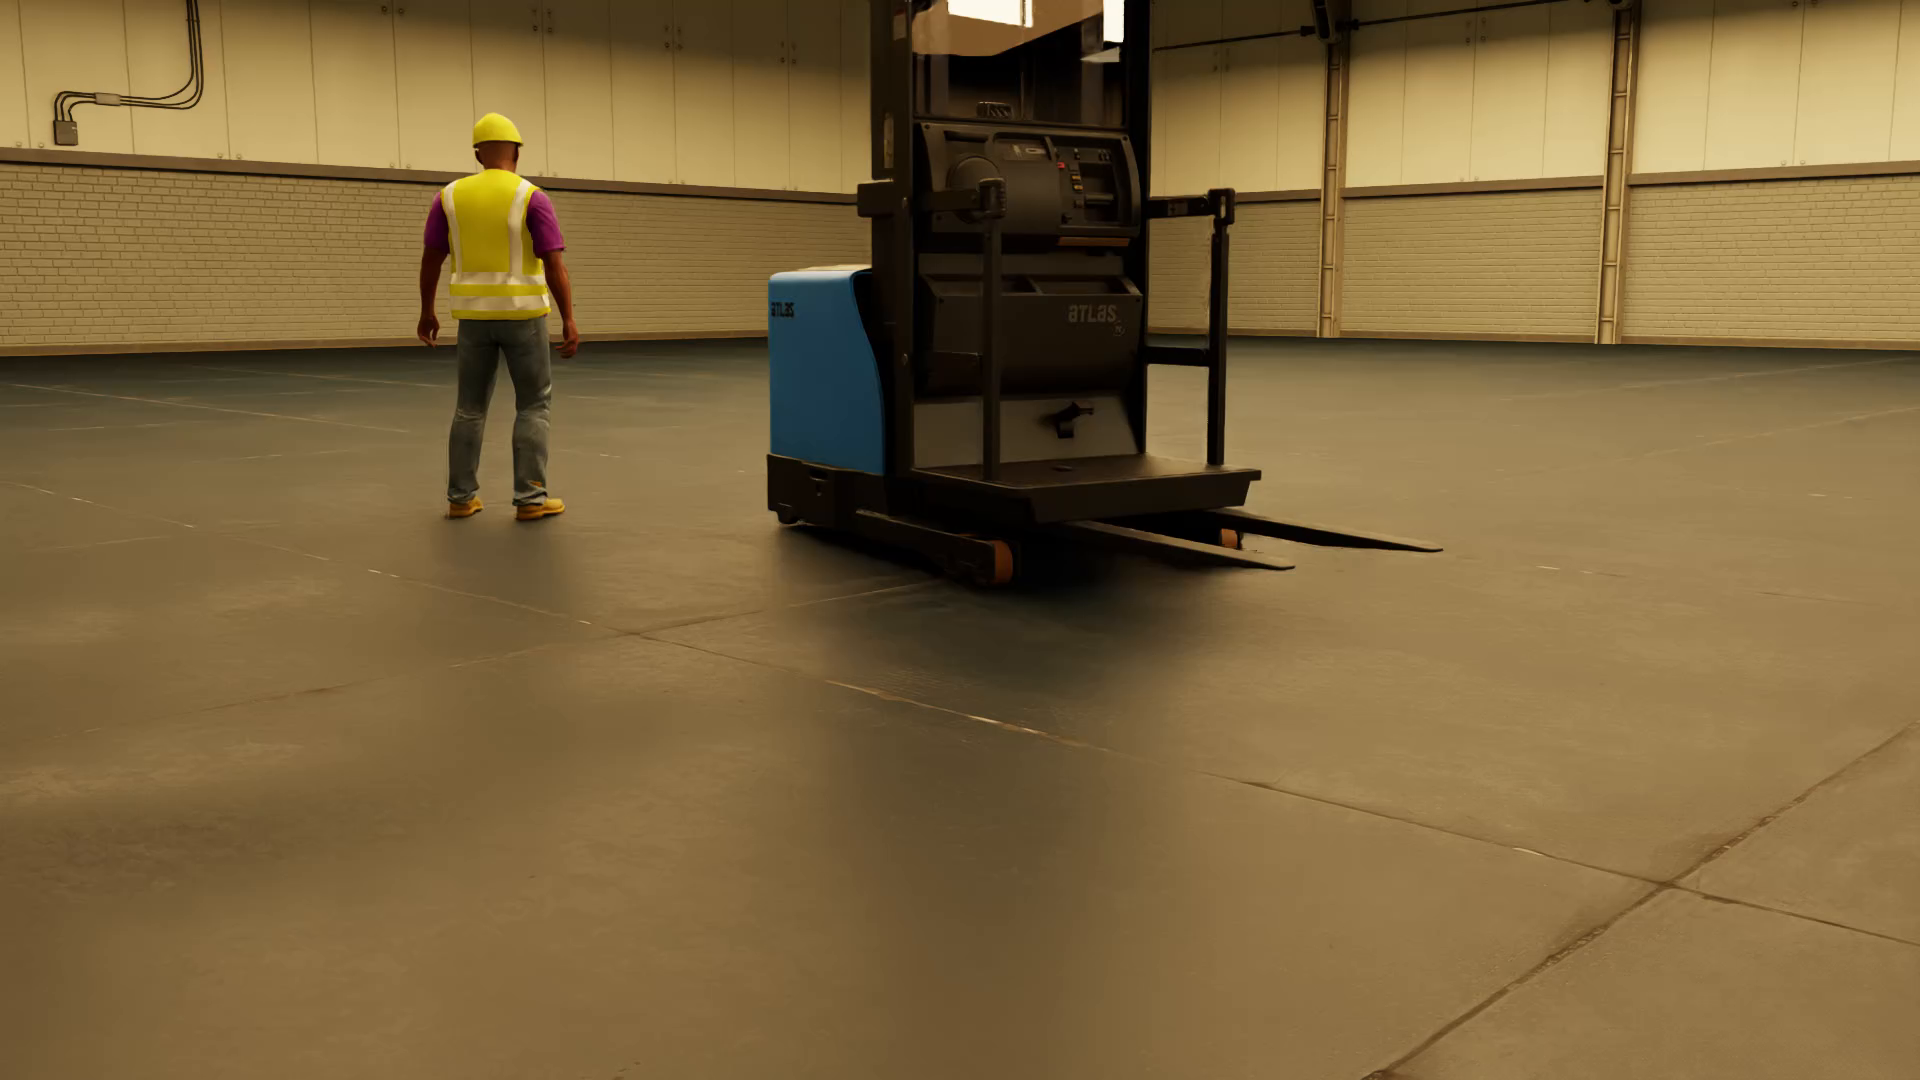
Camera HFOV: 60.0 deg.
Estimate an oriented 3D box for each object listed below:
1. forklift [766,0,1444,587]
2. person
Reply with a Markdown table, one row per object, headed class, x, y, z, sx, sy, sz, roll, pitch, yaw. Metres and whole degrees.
| class | x | y | z | sx | sy | sz | roll | pitch | yaw |
| --- | --- | --- | --- | --- | --- | --- | --- | --- | --- |
| forklift | 0.384 | -1.367 | 5.951 | 1.130 | 2.935 | 3.031 | -5 | 10 | -32 |
| person | -2.022 | -0.978 | 7.327 | 0.756 | 1.757 | 0.393 | 1 | 9 | 6 |
